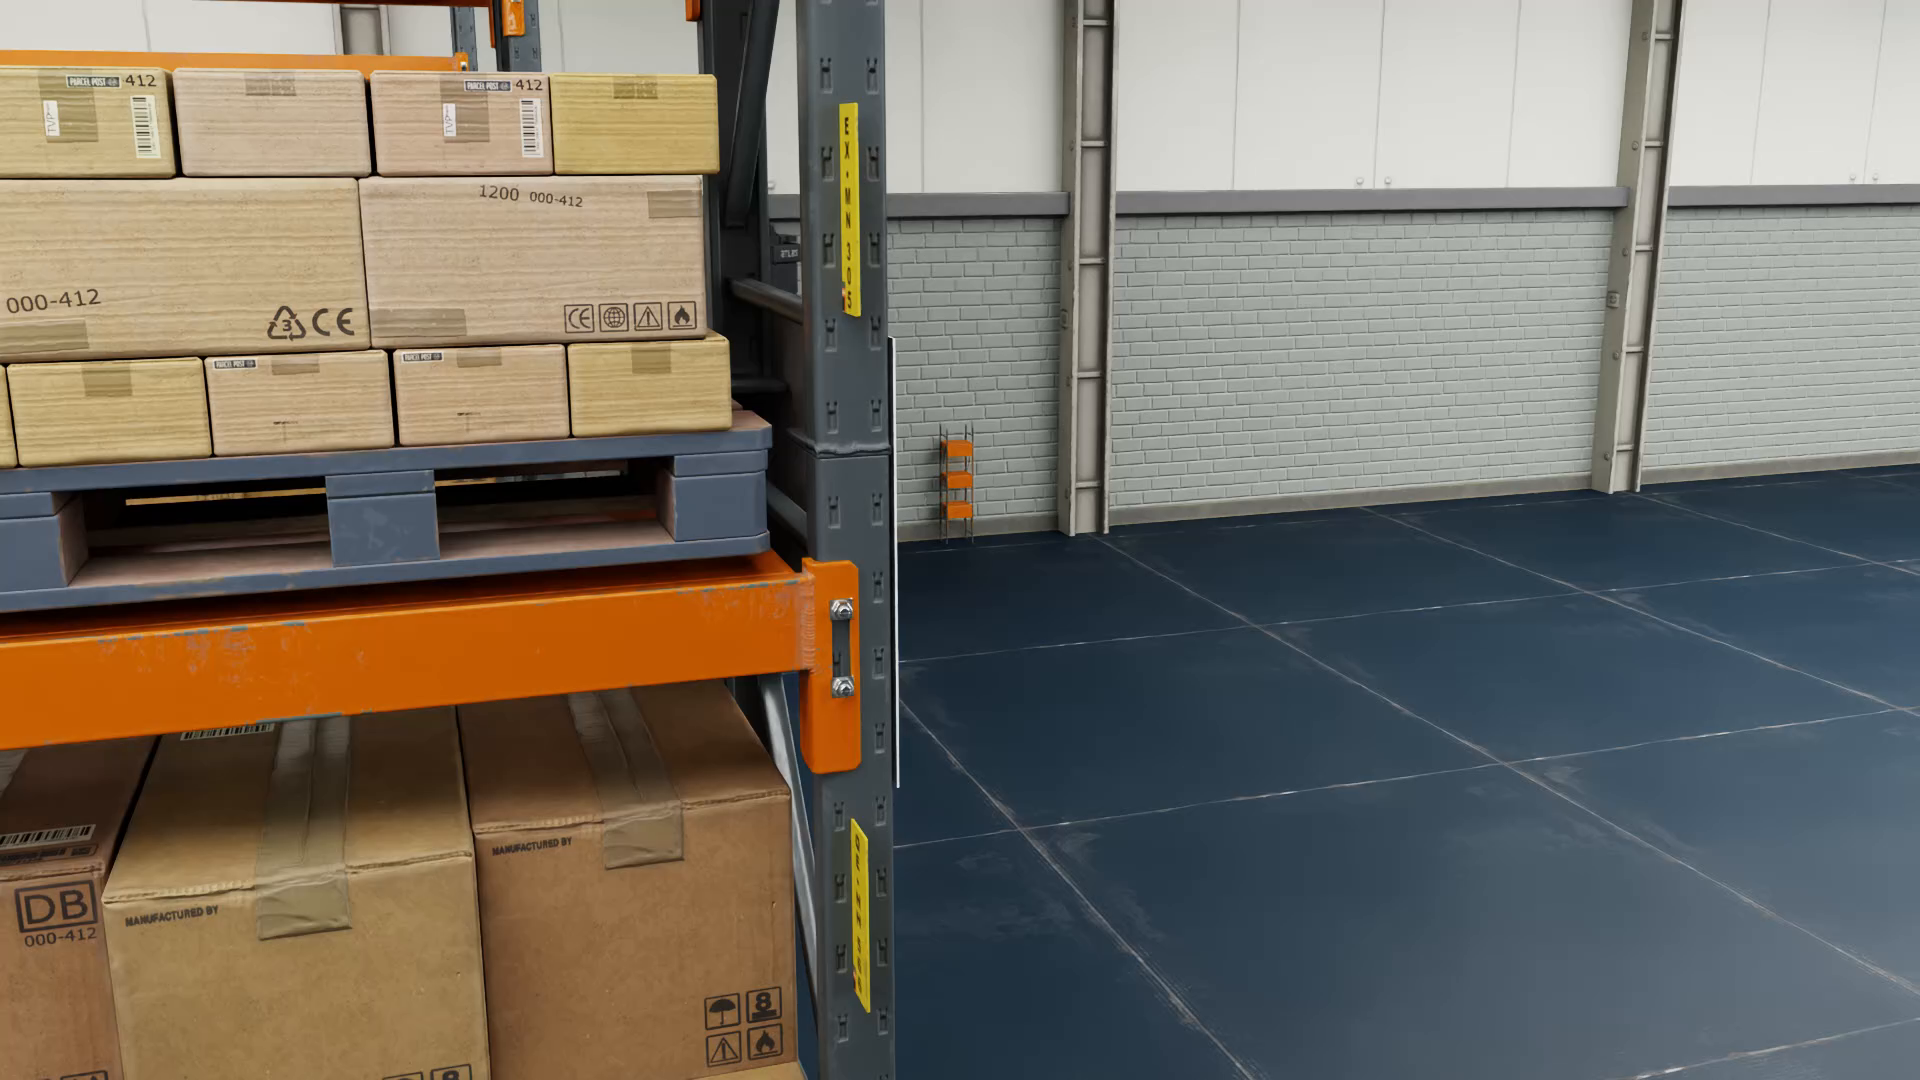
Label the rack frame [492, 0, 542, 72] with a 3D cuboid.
[{"bbox_3d":[-2.009,-2.784,7.402,0.127,3.000,1.000,-4,14,-18],"label":"rack frame"}]

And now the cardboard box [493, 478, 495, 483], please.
[{"bbox_3d":[-2.546,-0.085,8.159,0.500,0.500,0.500,-5,14,-19],"label":"cardboard box"}]

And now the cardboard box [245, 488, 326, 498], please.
[{"bbox_3d":[-2.905,-0.424,7.425,0.500,0.500,0.700,-4,14,-18],"label":"cardboard box"}]

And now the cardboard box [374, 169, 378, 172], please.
[{"bbox_3d":[-0.873,-0.592,3.226,0.500,0.250,0.500,-4,14,-18],"label":"cardboard box"}]

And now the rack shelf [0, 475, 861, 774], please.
[{"bbox_3d":[-2.230,0.251,2.679,4.000,0.370,1.077,-4,14,-18],"label":"rack shelf"}]

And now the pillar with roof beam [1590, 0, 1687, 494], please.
[{"bbox_3d":[8.204,-3.960,12.347,0.400,9.000,9.100,-4,14,-18],"label":"pillar with roof beam"}]

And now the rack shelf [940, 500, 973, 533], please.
[{"bbox_3d":[-0.033,-0.221,15.046,0.240,0.259,0.215,-5,15,-19],"label":"rack shelf"}]

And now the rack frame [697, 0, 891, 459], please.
[{"bbox_3d":[-0.334,-1.706,2.869,0.127,3.000,1.000,-4,14,-18],"label":"rack frame"}]

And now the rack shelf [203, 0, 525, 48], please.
[{"bbox_3d":[-3.904,-2.285,6.865,4.000,0.370,1.077,-4,14,-18],"label":"rack shelf"}]

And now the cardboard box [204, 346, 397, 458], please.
[{"bbox_3d":[-1.023,-0.241,2.612,0.250,0.149,0.380,-4,14,-17],"label":"cardboard box"}]

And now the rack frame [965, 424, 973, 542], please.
[{"bbox_3d":[0.082,-0.511,15.017,0.008,1.050,0.200,-5,15,-19],"label":"rack frame"}]

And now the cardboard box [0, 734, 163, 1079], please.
[{"bbox_3d":[-1.764,0.705,3.038,0.550,0.550,0.875,-4,14,-18],"label":"cardboard box"}]

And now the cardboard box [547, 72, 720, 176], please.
[{"bbox_3d":[-0.545,-0.666,2.676,0.250,0.149,0.380,-4,14,-18],"label":"cardboard box"}]

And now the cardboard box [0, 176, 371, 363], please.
[{"bbox_3d":[-1.183,-0.437,2.575,0.500,0.250,0.500,-4,14,-18],"label":"cardboard box"}]

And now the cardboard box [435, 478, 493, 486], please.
[{"bbox_3d":[-2.423,-0.460,7.575,0.500,0.500,0.700,-5,14,-19],"label":"cardboard box"}]

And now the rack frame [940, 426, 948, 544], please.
[{"bbox_3d":[-0.148,-0.492,14.938,0.008,1.050,0.200,-5,15,-19],"label":"rack frame"}]

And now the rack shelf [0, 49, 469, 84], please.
[{"bbox_3d":[-5.491,-3.181,11.487,4.000,0.370,1.077,-4,14,-18],"label":"rack shelf"}]

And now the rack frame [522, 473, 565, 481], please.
[{"bbox_3d":[-2.009,0.134,8.096,0.127,3.000,1.000,-4,14,-18],"label":"rack frame"}]

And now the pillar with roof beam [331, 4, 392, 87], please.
[{"bbox_3d":[-3.170,-3.075,8.623,0.400,9.000,9.100,-4,14,-18],"label":"pillar with roof beam"}]

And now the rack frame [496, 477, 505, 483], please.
[{"bbox_3d":[-3.595,-0.954,12.672,0.127,3.000,1.000,-4,14,-18],"label":"rack frame"}]

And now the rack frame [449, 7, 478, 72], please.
[{"bbox_3d":[-3.595,-3.873,11.978,0.127,3.000,1.000,-4,14,-18],"label":"rack frame"}]

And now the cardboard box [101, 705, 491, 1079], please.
[{"bbox_3d":[-1.190,0.694,3.086,0.550,0.550,0.875,-4,14,-18],"label":"cardboard box"}]

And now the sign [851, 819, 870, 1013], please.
[{"bbox_3d":[-0.174,0.654,2.898,0.005,0.325,0.100,-4,14,-18],"label":"sign"}]

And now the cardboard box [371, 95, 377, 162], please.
[{"bbox_3d":[-1.232,-0.773,3.126,0.250,0.149,0.380,-5,14,-19],"label":"cardboard box"}]

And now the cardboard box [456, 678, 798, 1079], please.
[{"bbox_3d":[-0.698,0.633,3.342,0.550,0.550,0.875,-4,14,-18],"label":"cardboard box"}]

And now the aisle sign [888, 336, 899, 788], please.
[{"bbox_3d":[-0.171,0.008,3.008,0.004,0.787,0.394,-4,14,-18],"label":"aisle sign"}]

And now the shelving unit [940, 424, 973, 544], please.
[{"bbox_3d":[-0.033,-0.501,14.978,0.252,1.050,0.215,-5,15,-19],"label":"shelving unit"}]

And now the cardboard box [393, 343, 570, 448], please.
[{"bbox_3d":[-0.780,-0.260,2.692,0.250,0.149,0.380,-4,14,-18],"label":"cardboard box"}]

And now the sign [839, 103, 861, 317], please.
[{"bbox_3d":[-0.174,-0.519,2.618,0.005,0.325,0.100,-4,14,-18],"label":"sign"}]

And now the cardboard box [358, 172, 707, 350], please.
[{"bbox_3d":[-0.709,-0.474,2.730,0.500,0.250,0.500,-4,14,-17],"label":"cardboard box"}]

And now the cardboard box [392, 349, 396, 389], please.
[{"bbox_3d":[-1.003,-0.404,3.295,0.250,0.149,0.380,-4,14,-18],"label":"cardboard box"}]

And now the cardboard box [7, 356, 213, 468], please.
[{"bbox_3d":[-1.263,-0.223,2.534,0.250,0.149,0.380,-4,14,-18],"label":"cardboard box"}]

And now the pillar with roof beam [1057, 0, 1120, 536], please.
[{"bbox_3d":[2.517,-3.518,10.485,0.400,9.000,9.100,-4,14,-18],"label":"pillar with roof beam"}]

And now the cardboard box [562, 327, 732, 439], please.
[{"bbox_3d":[-0.541,-0.279,2.770,0.250,0.149,0.380,-4,14,-18],"label":"cardboard box"}]

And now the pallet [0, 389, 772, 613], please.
[{"bbox_3d":[-1.034,-0.147,2.987,1.213,0.211,1.003,-4,14,-18],"label":"pallet"}]

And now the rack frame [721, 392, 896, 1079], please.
[{"bbox_3d":[-0.334,1.212,3.564,0.127,3.000,1.000,-4,14,-18],"label":"rack frame"}]

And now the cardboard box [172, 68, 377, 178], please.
[{"bbox_3d":[-1.025,-0.629,2.520,0.250,0.149,0.380,-4,14,-17],"label":"cardboard box"}]

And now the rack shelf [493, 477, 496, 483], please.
[{"bbox_3d":[-5.491,-0.457,12.135,4.000,0.370,1.077,-4,14,-18],"label":"rack shelf"}]

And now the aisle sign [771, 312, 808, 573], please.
[{"bbox_3d":[-0.363,-0.123,3.561,0.004,0.787,0.394,-4,14,-18],"label":"aisle sign"}]

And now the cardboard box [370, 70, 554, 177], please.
[{"bbox_3d":[-0.782,-0.648,2.599,0.250,0.149,0.380,-4,14,-18],"label":"cardboard box"}]

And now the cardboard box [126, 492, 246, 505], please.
[{"bbox_3d":[-3.356,-0.364,7.172,0.500,0.500,0.700,-5,14,-19],"label":"cardboard box"}]

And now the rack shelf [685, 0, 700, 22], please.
[{"bbox_3d":[-2.230,-1.014,2.378,4.000,0.370,1.077,-4,14,-18],"label":"rack shelf"}]

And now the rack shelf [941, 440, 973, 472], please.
[{"bbox_3d":[-0.032,-0.767,14.913,0.240,0.259,0.215,-5,15,-19],"label":"rack shelf"}]

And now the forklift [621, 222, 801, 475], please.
[{"bbox_3d":[-1.966,-0.836,12.323,1.130,2.935,3.031,10,17,37],"label":"forklift"}]

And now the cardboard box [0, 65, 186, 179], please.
[{"bbox_3d":[-1.270,-0.610,2.438,0.250,0.149,0.380,-4,14,-17],"label":"cardboard box"}]

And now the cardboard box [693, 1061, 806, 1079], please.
[{"bbox_3d":[-0.671,1.177,3.389,0.550,0.550,0.875,-4,14,-18],"label":"cardboard box"}]

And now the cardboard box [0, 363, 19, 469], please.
[{"bbox_3d":[-1.506,-0.204,2.454,0.250,0.149,0.380,-5,14,-19],"label":"cardboard box"}]

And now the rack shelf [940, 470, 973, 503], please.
[{"bbox_3d":[-0.033,-0.491,14.980,0.240,0.259,0.215,-5,15,-19],"label":"rack shelf"}]
